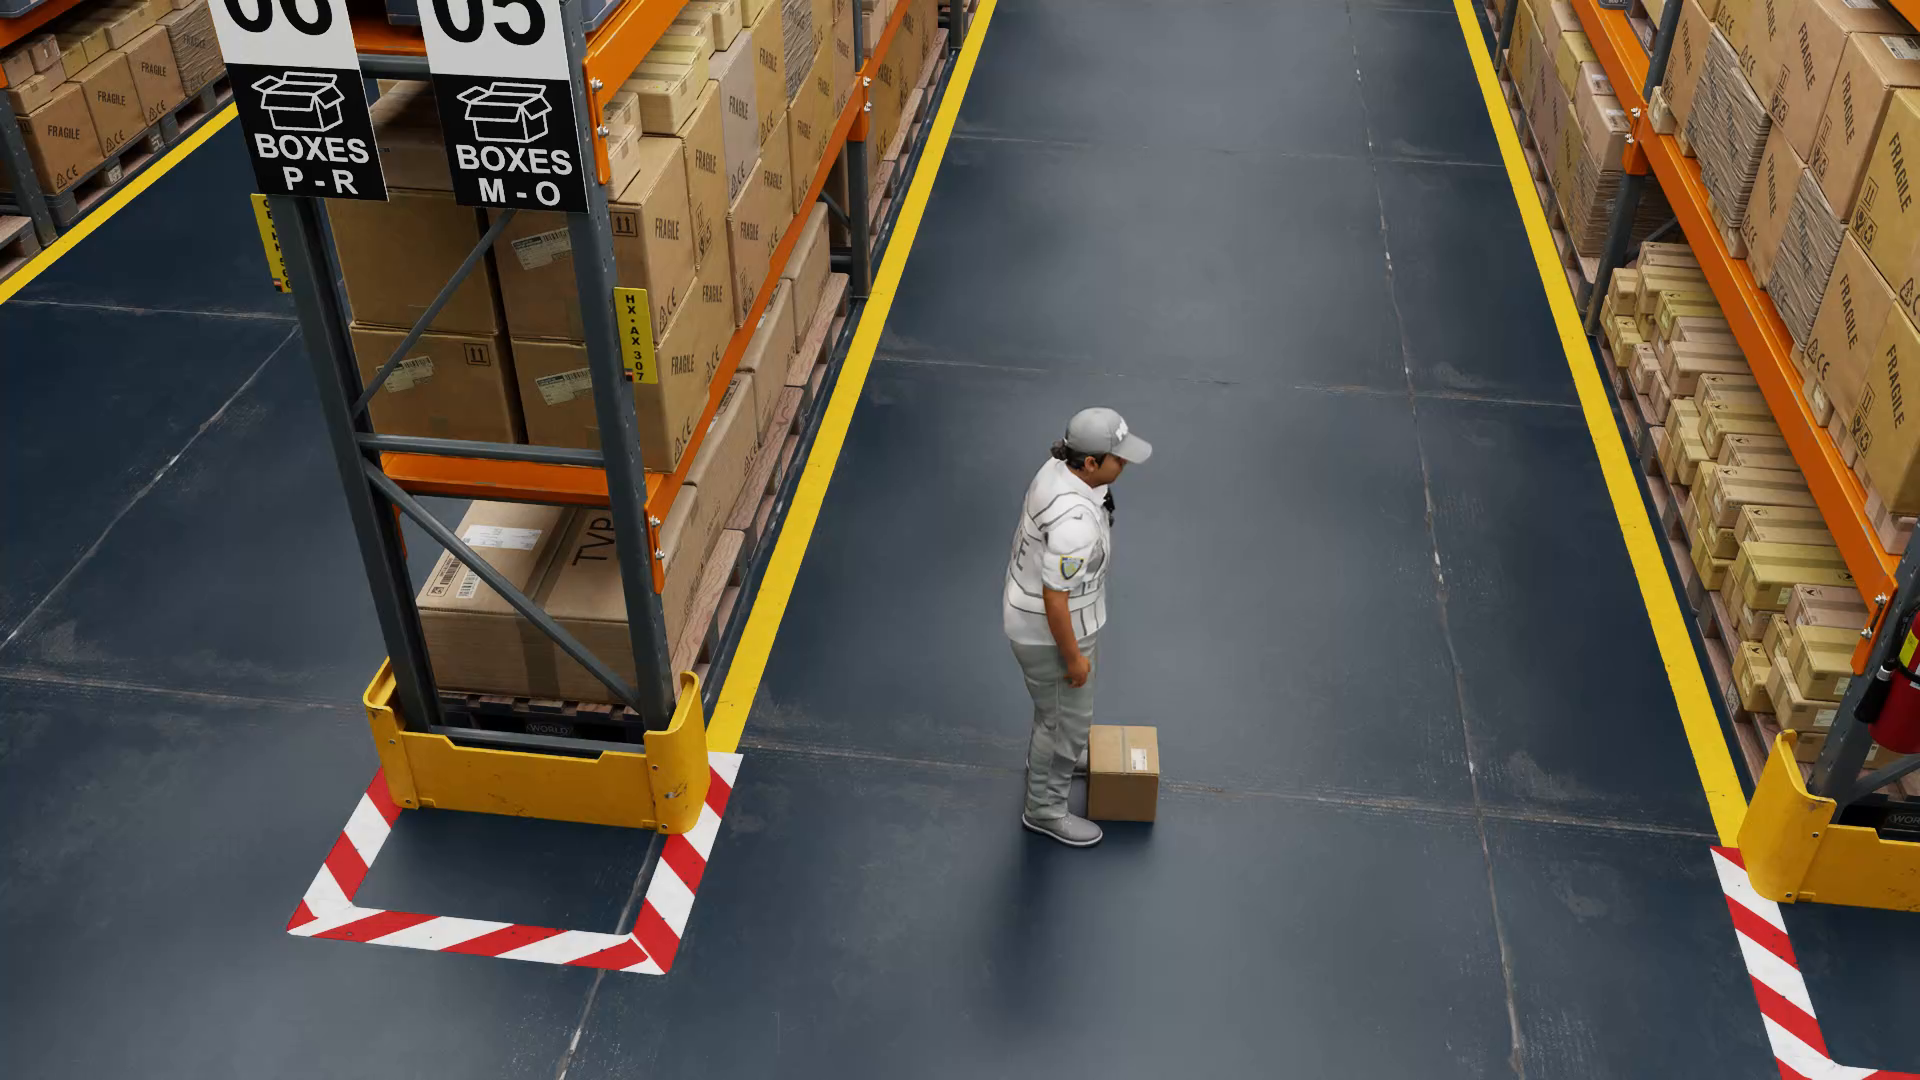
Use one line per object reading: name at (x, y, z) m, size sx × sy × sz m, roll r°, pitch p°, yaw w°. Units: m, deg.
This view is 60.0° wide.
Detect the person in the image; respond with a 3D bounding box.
person at (0.384, 0.279, 5.764) m, size 0.467 × 1.667 × 0.558 m, roll 3°, pitch 36°, yaw 4°
